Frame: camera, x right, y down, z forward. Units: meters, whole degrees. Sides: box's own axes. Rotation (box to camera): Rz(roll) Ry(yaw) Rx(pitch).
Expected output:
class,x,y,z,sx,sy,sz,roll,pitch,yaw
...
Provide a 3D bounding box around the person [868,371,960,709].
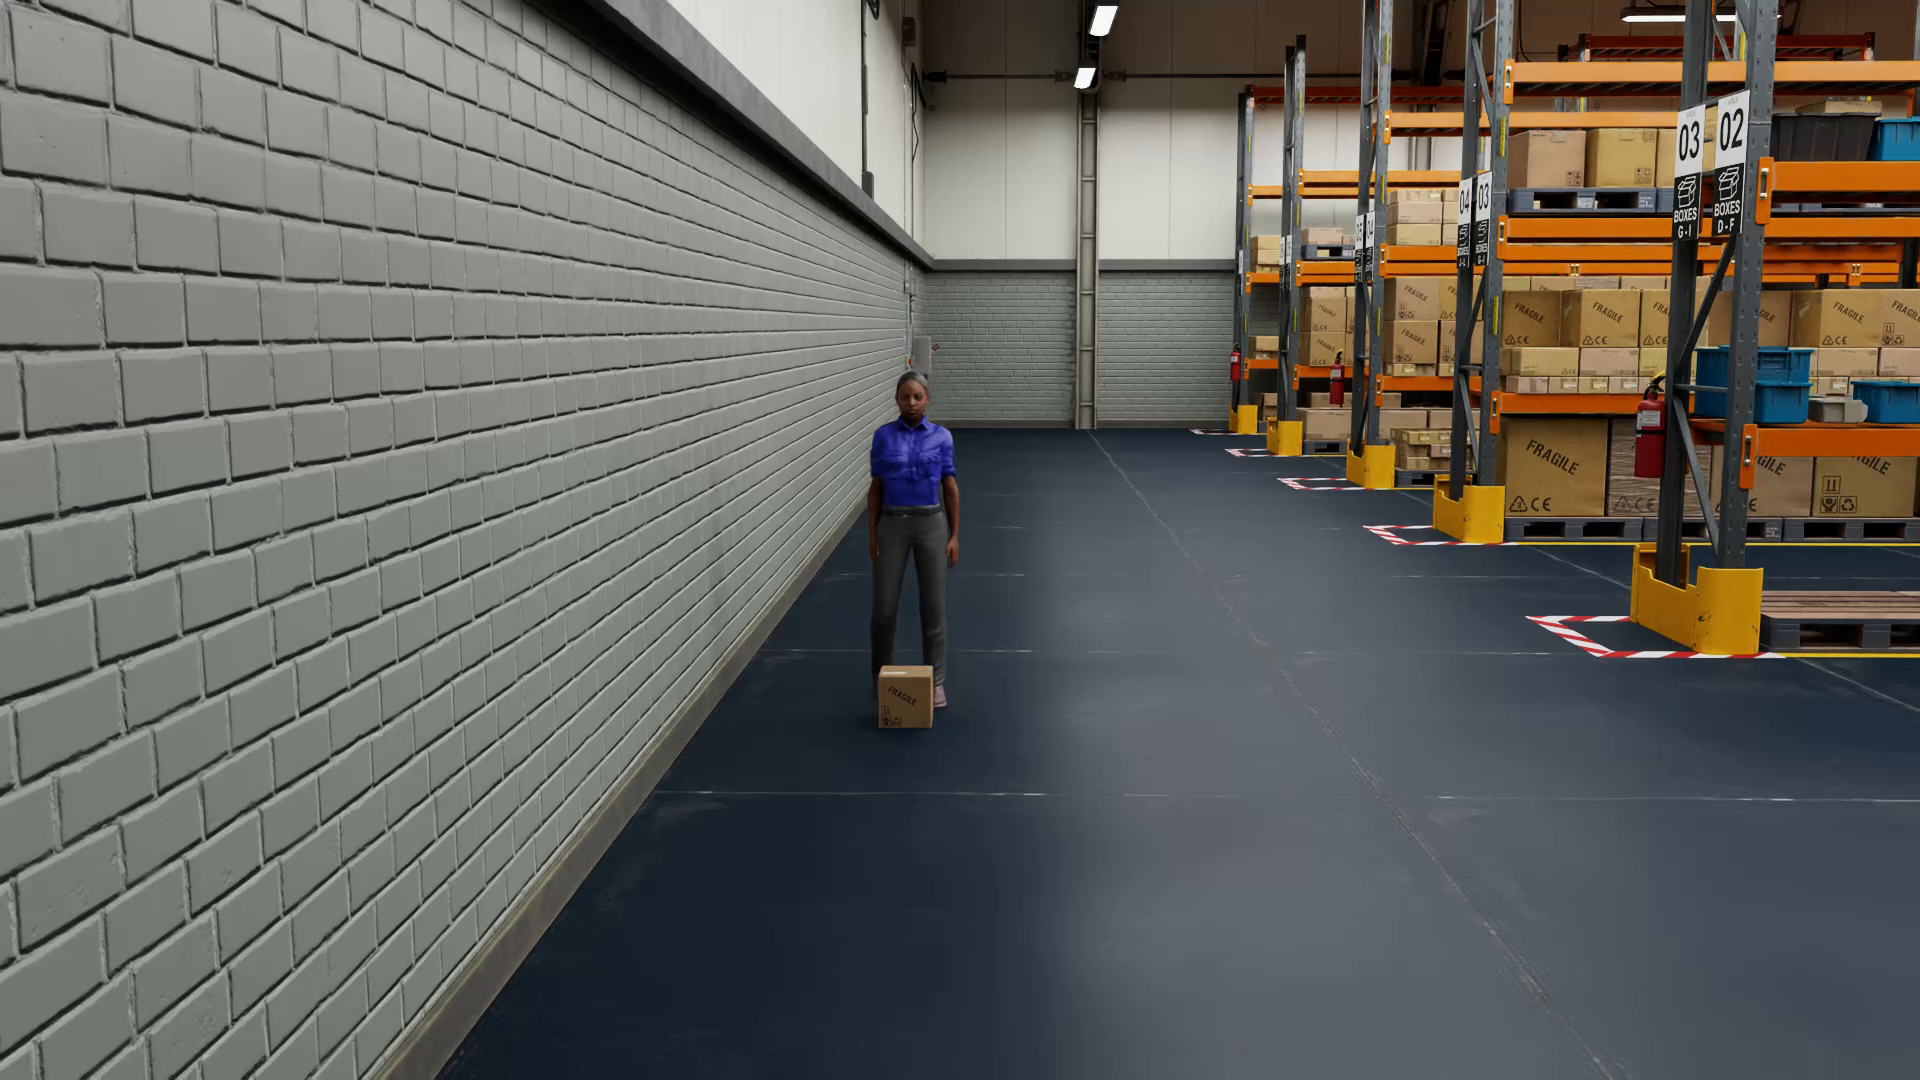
class,x,y,z,sx,sy,sz,roll,pitch,yaw
person,-0.234,-0.008,8.350,0.462,1.667,0.460,0,7,2
